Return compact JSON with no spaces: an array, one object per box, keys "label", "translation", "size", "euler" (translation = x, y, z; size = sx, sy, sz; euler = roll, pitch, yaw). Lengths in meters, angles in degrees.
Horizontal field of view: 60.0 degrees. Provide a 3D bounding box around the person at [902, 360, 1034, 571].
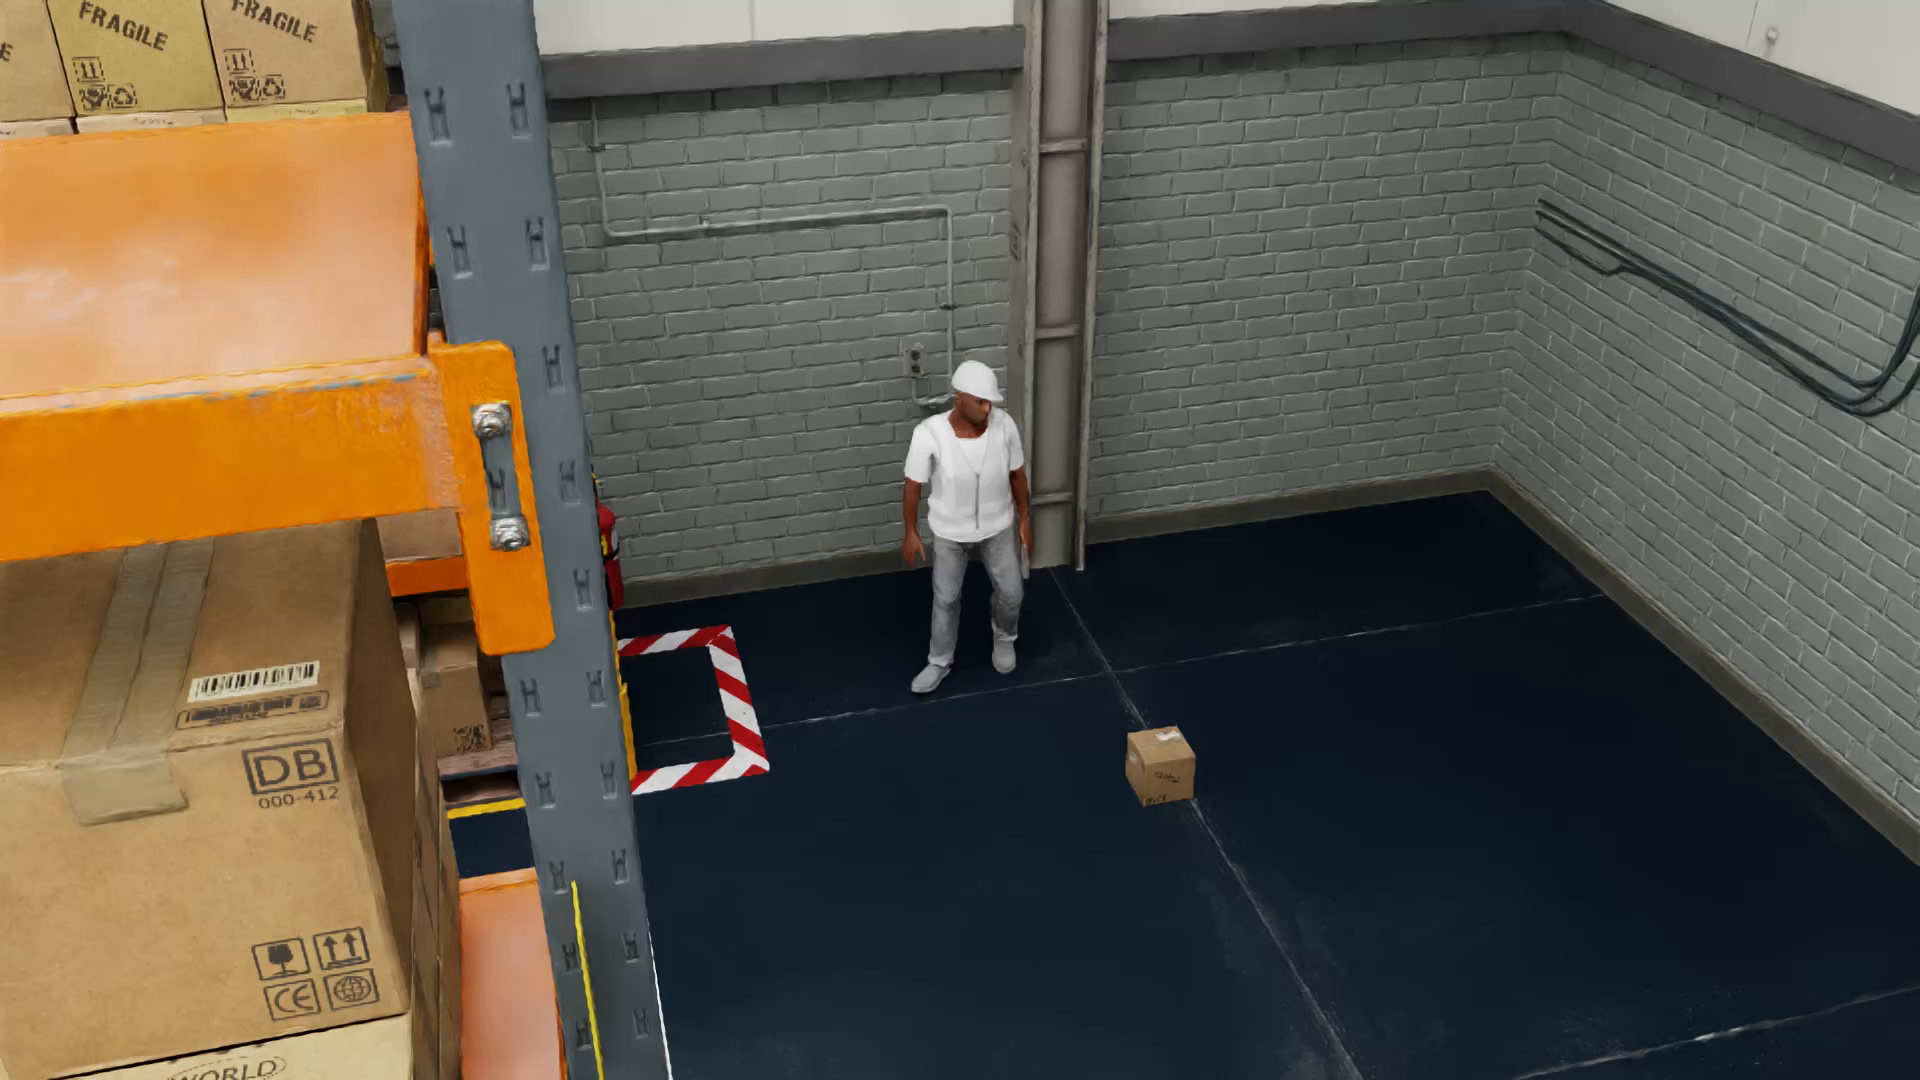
[{"label":"person","translation":[0.032,-0.371,8.109],"size":[0.665,1.059,0.337],"euler":[-7,31,-11]}]
